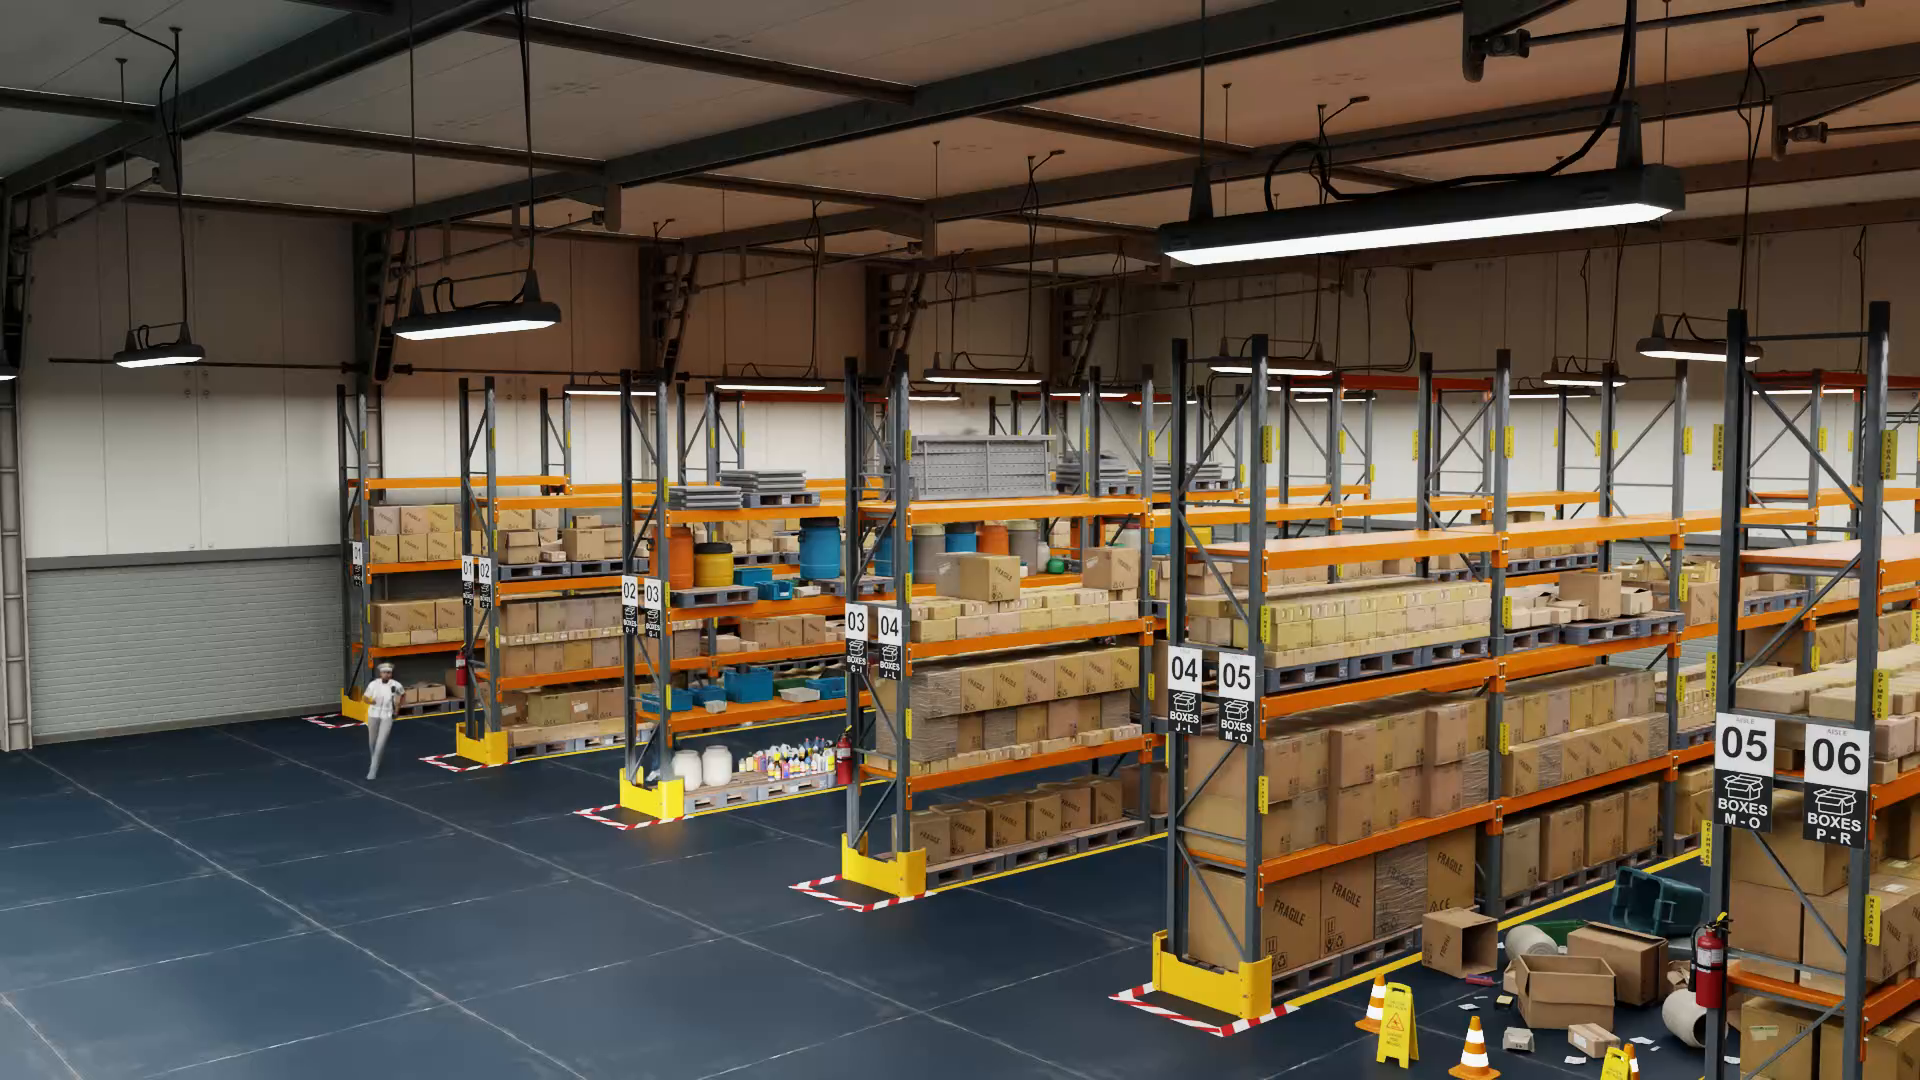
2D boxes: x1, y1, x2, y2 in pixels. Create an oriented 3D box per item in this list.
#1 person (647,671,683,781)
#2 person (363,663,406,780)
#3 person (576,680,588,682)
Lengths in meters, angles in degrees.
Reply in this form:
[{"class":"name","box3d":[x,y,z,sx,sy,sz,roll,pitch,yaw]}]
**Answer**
[{"class":"person","box3d":[-4.345,2.741,24.712,0.704,1.644,0.521,-3,5,-40]},{"class":"person","box3d":[-8.660,2.682,24.995,0.590,1.702,0.879,-1,4,-9]},{"class":"person","box3d":[-6.633,2.392,29.116,0.569,1.686,0.884,3,5,37]}]
